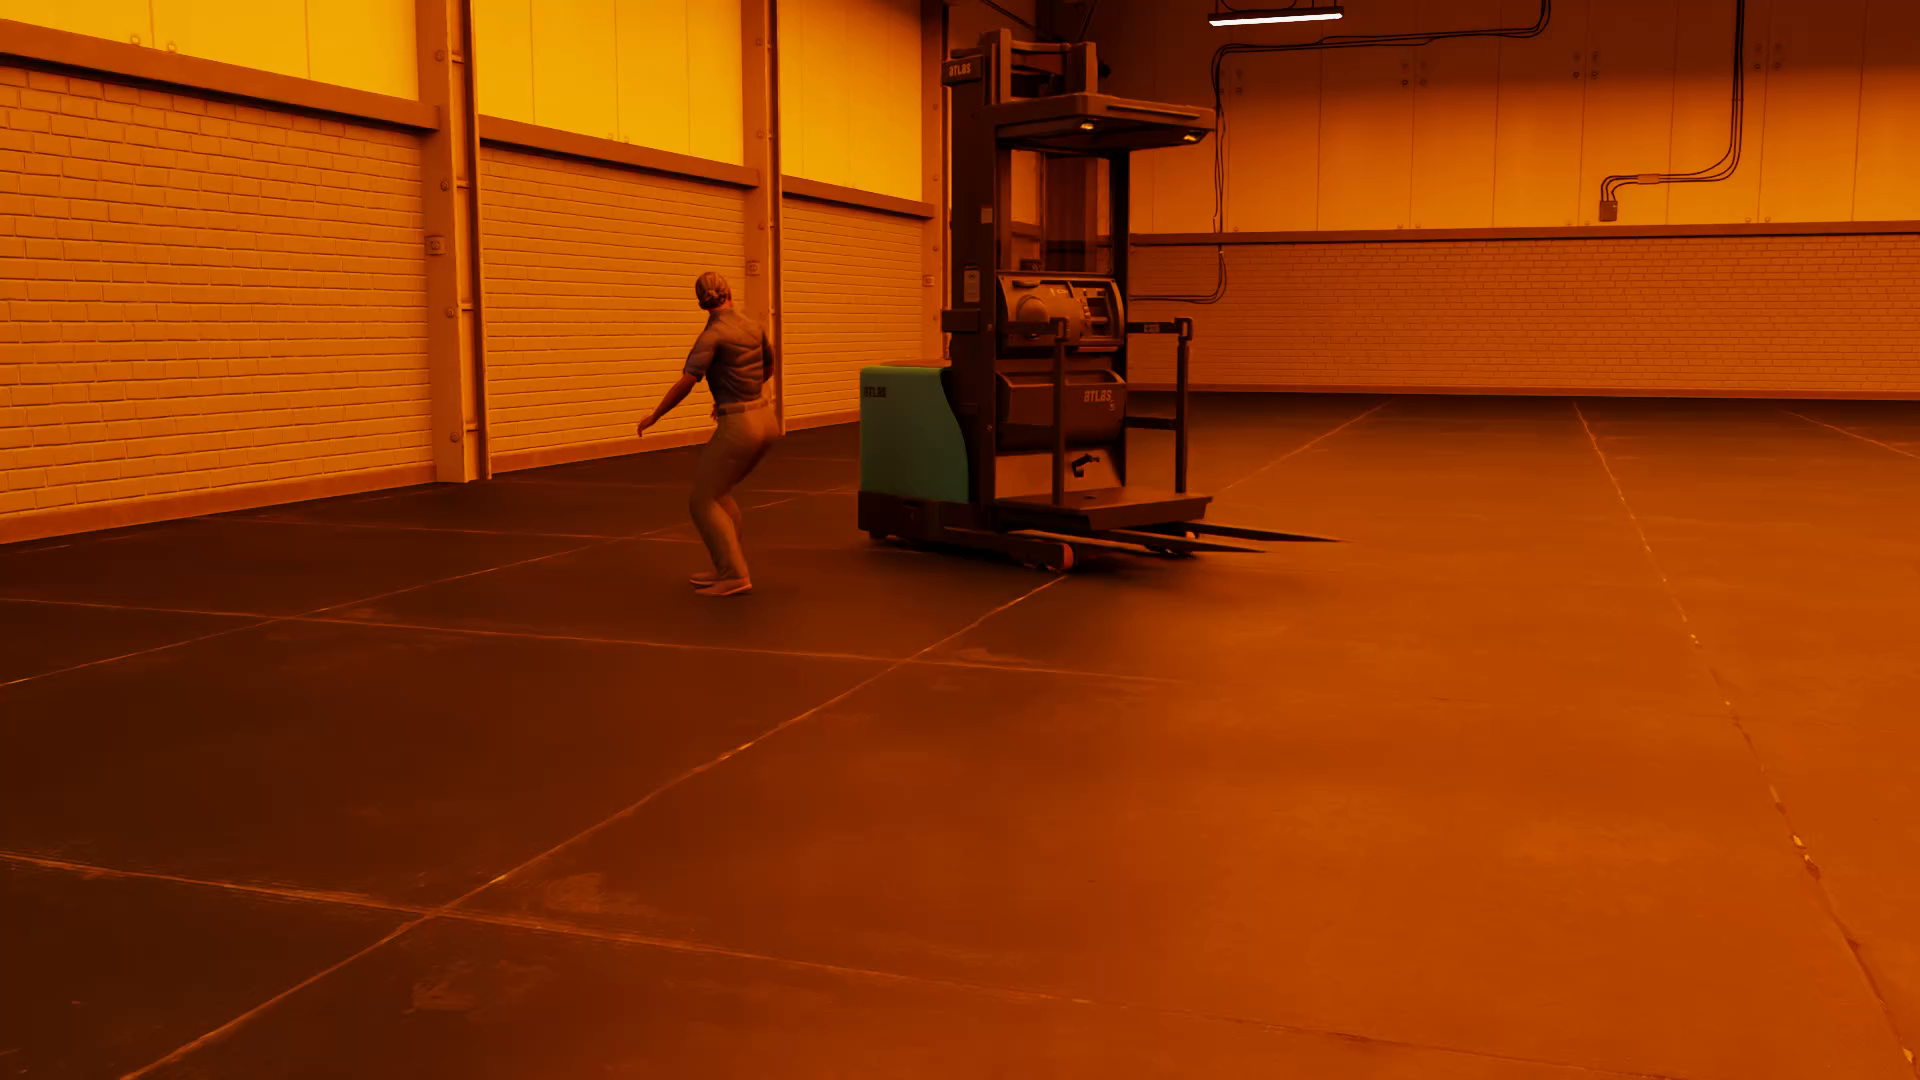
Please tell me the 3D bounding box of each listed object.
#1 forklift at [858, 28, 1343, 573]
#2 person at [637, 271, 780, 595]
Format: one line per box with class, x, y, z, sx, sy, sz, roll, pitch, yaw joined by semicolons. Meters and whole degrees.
forklift;0.722;-1.351;9.296;1.130;2.935;3.031;-6;10;-41
person;-1.232;-0.526;8.316;0.587;1.615;0.692;3;8;21
